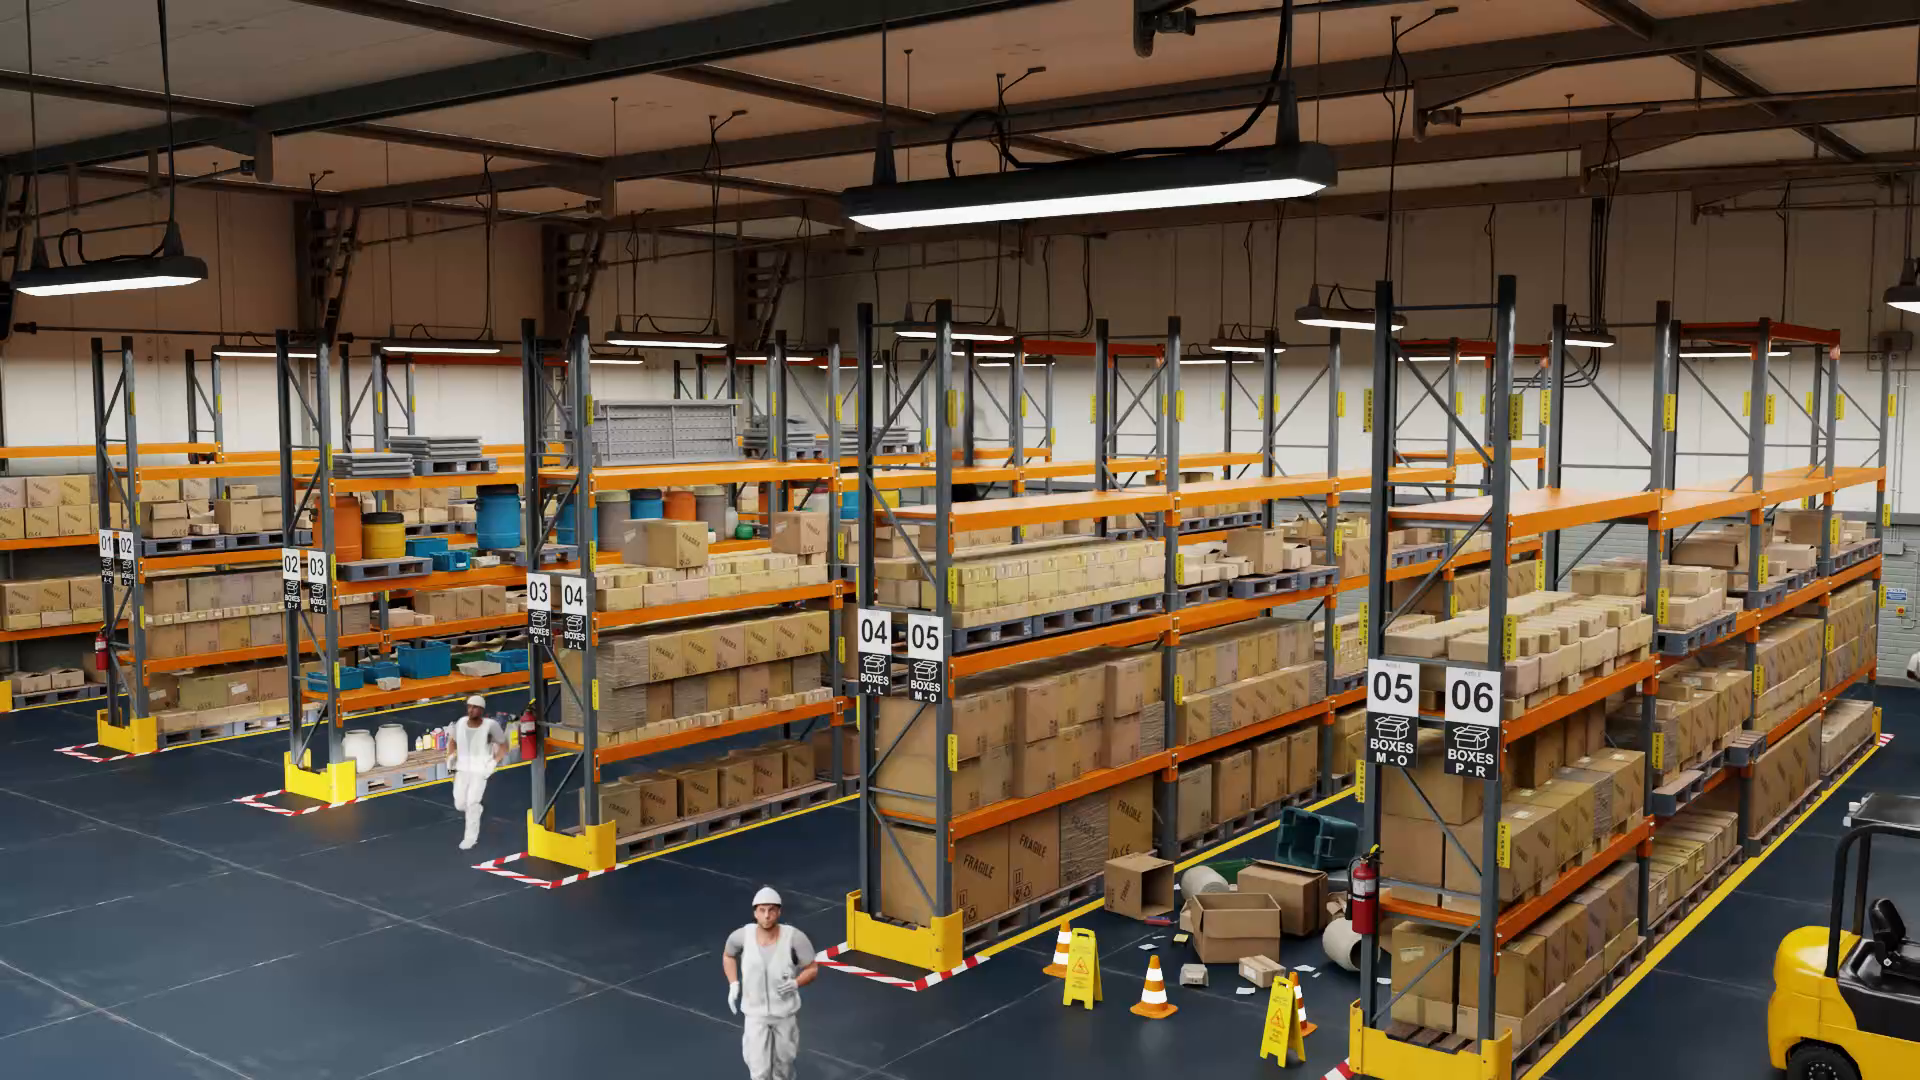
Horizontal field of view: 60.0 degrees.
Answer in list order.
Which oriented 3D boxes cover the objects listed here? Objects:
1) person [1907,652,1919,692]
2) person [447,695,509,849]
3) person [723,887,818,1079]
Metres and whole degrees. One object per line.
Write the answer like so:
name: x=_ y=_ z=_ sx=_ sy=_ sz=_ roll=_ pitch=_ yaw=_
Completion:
person: x=14.195 y=2.218 z=24.204 sx=0.753 sy=1.758 sz=0.831 roll=2 pitch=5 yaw=24
person: x=-5.555 y=2.638 z=19.210 sx=0.705 sy=1.742 sz=0.679 roll=1 pitch=5 yaw=9
person: x=-1.304 y=3.275 z=11.455 sx=0.659 sy=1.810 sz=0.841 roll=0 pitch=5 yaw=-5
